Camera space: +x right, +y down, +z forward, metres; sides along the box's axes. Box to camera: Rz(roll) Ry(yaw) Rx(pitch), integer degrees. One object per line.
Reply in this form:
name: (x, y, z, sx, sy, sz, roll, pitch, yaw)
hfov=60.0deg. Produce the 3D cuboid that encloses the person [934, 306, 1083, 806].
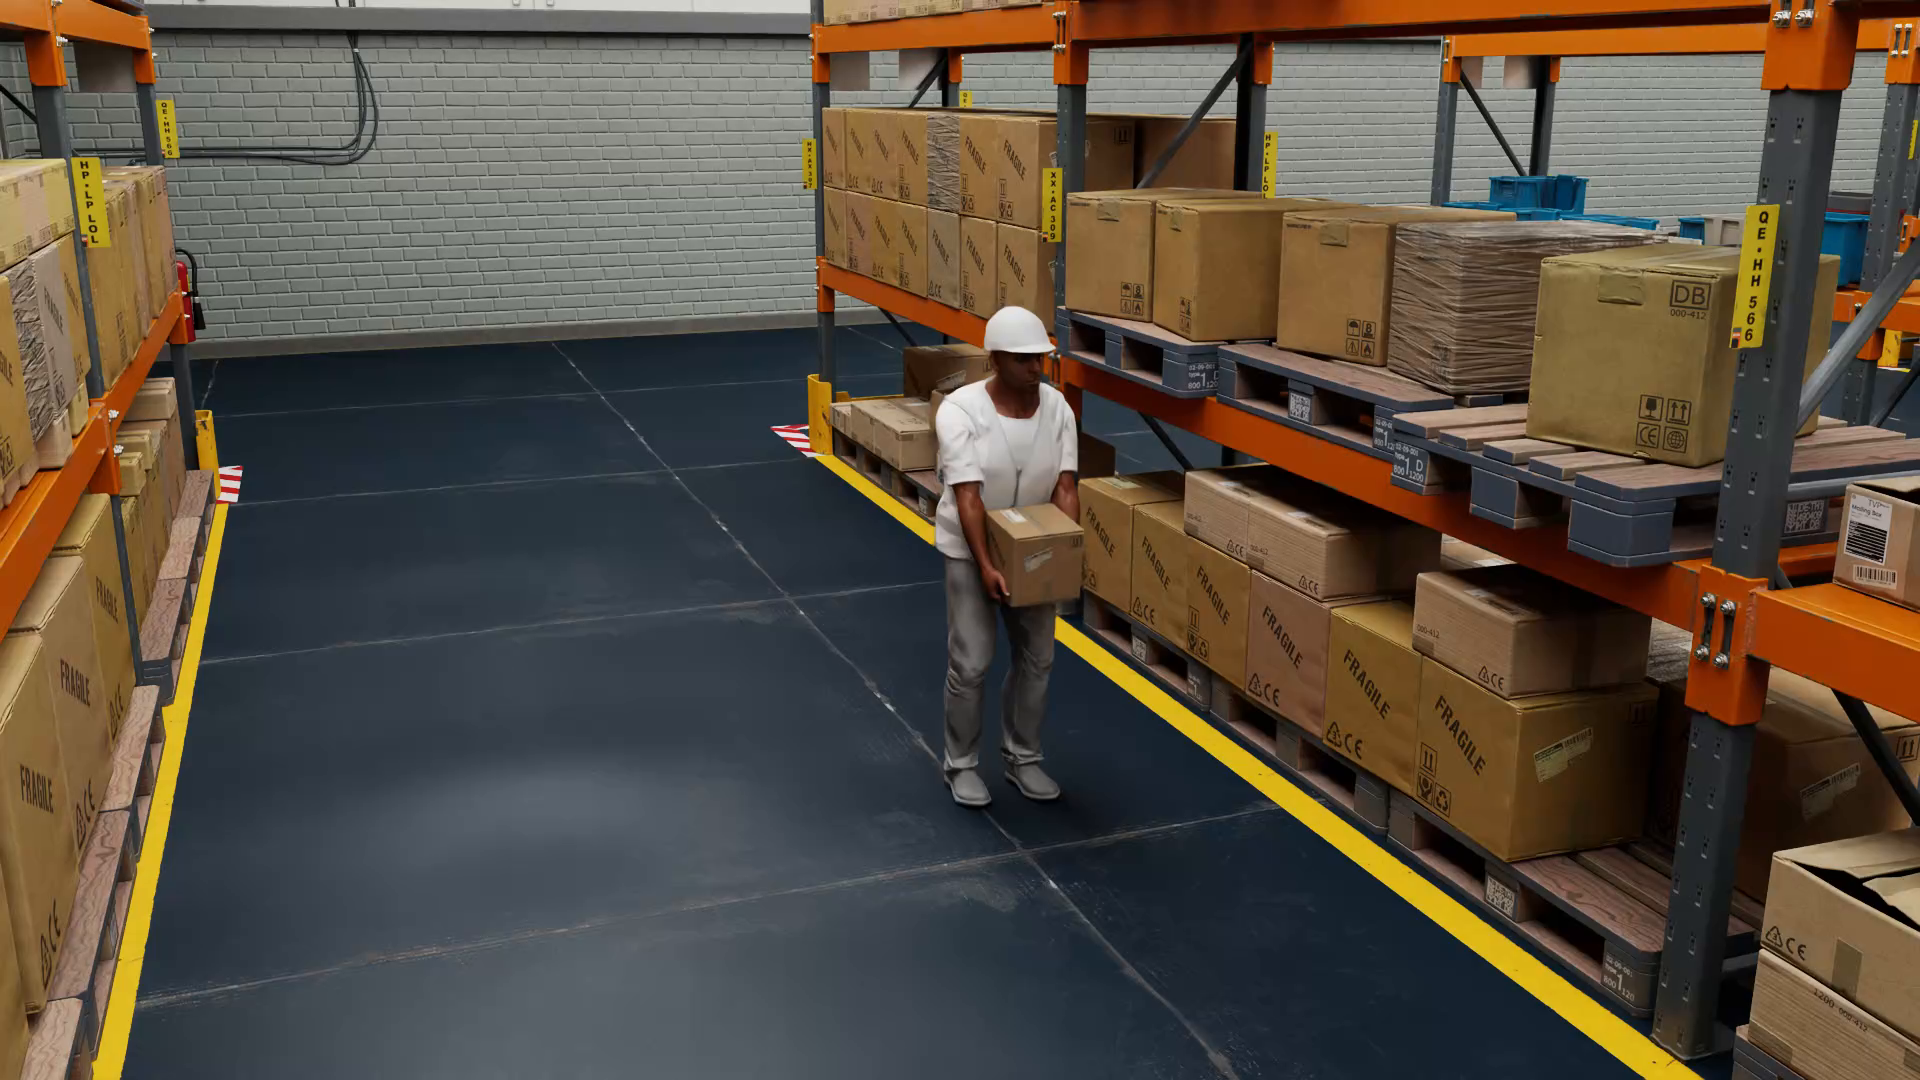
person: (0.184, 0.072, 5.748, 0.505, 1.750, 0.582, -6, 17, -22)
